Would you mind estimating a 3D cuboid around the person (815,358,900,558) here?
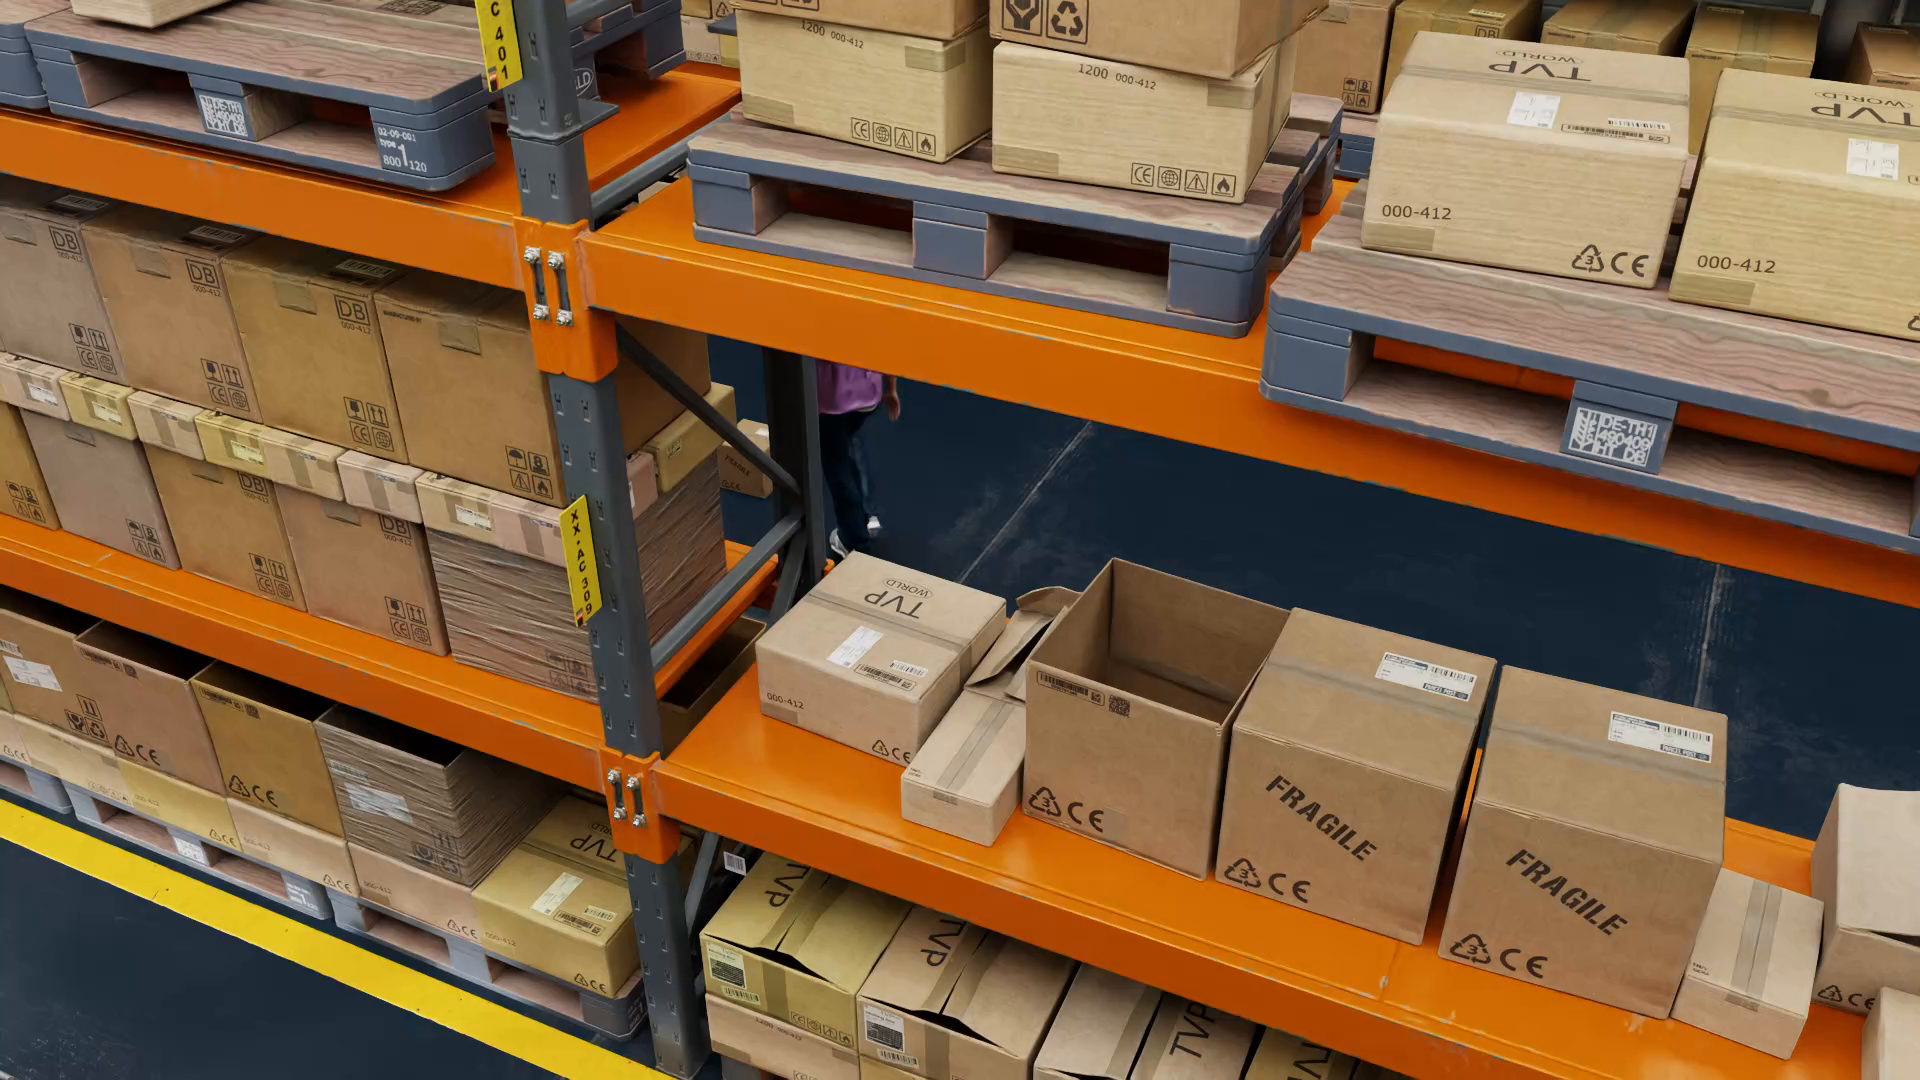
[{"bbox_3d":[-0.522,-0.611,7.034,0.466,1.610,0.412,-20,39,-27],"label":"person"}]
